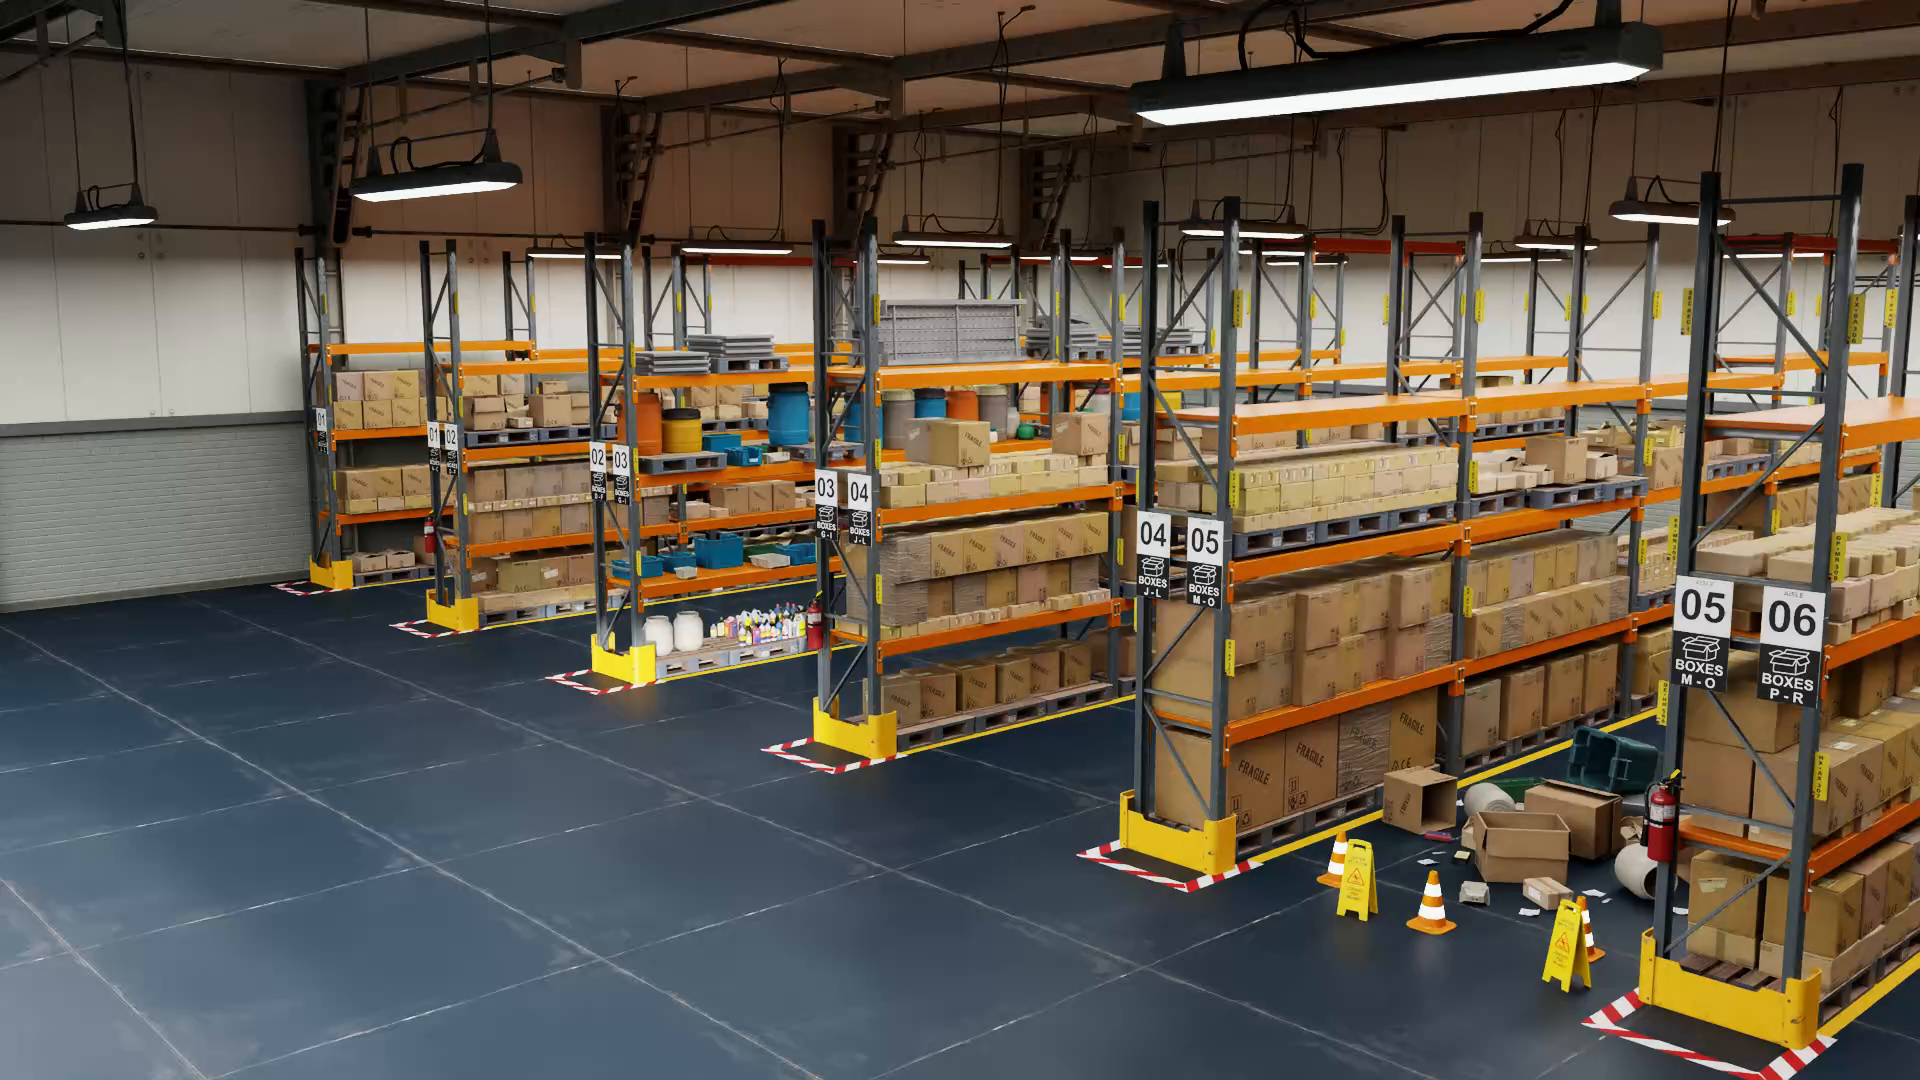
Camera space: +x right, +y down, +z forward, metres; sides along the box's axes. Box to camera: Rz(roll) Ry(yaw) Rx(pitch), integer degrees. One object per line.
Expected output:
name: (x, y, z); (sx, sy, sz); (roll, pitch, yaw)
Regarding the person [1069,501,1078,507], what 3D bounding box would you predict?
person: (2.065, -0.397, 32.509); (0.590, 1.610, 0.591); (6, 10, 36)
